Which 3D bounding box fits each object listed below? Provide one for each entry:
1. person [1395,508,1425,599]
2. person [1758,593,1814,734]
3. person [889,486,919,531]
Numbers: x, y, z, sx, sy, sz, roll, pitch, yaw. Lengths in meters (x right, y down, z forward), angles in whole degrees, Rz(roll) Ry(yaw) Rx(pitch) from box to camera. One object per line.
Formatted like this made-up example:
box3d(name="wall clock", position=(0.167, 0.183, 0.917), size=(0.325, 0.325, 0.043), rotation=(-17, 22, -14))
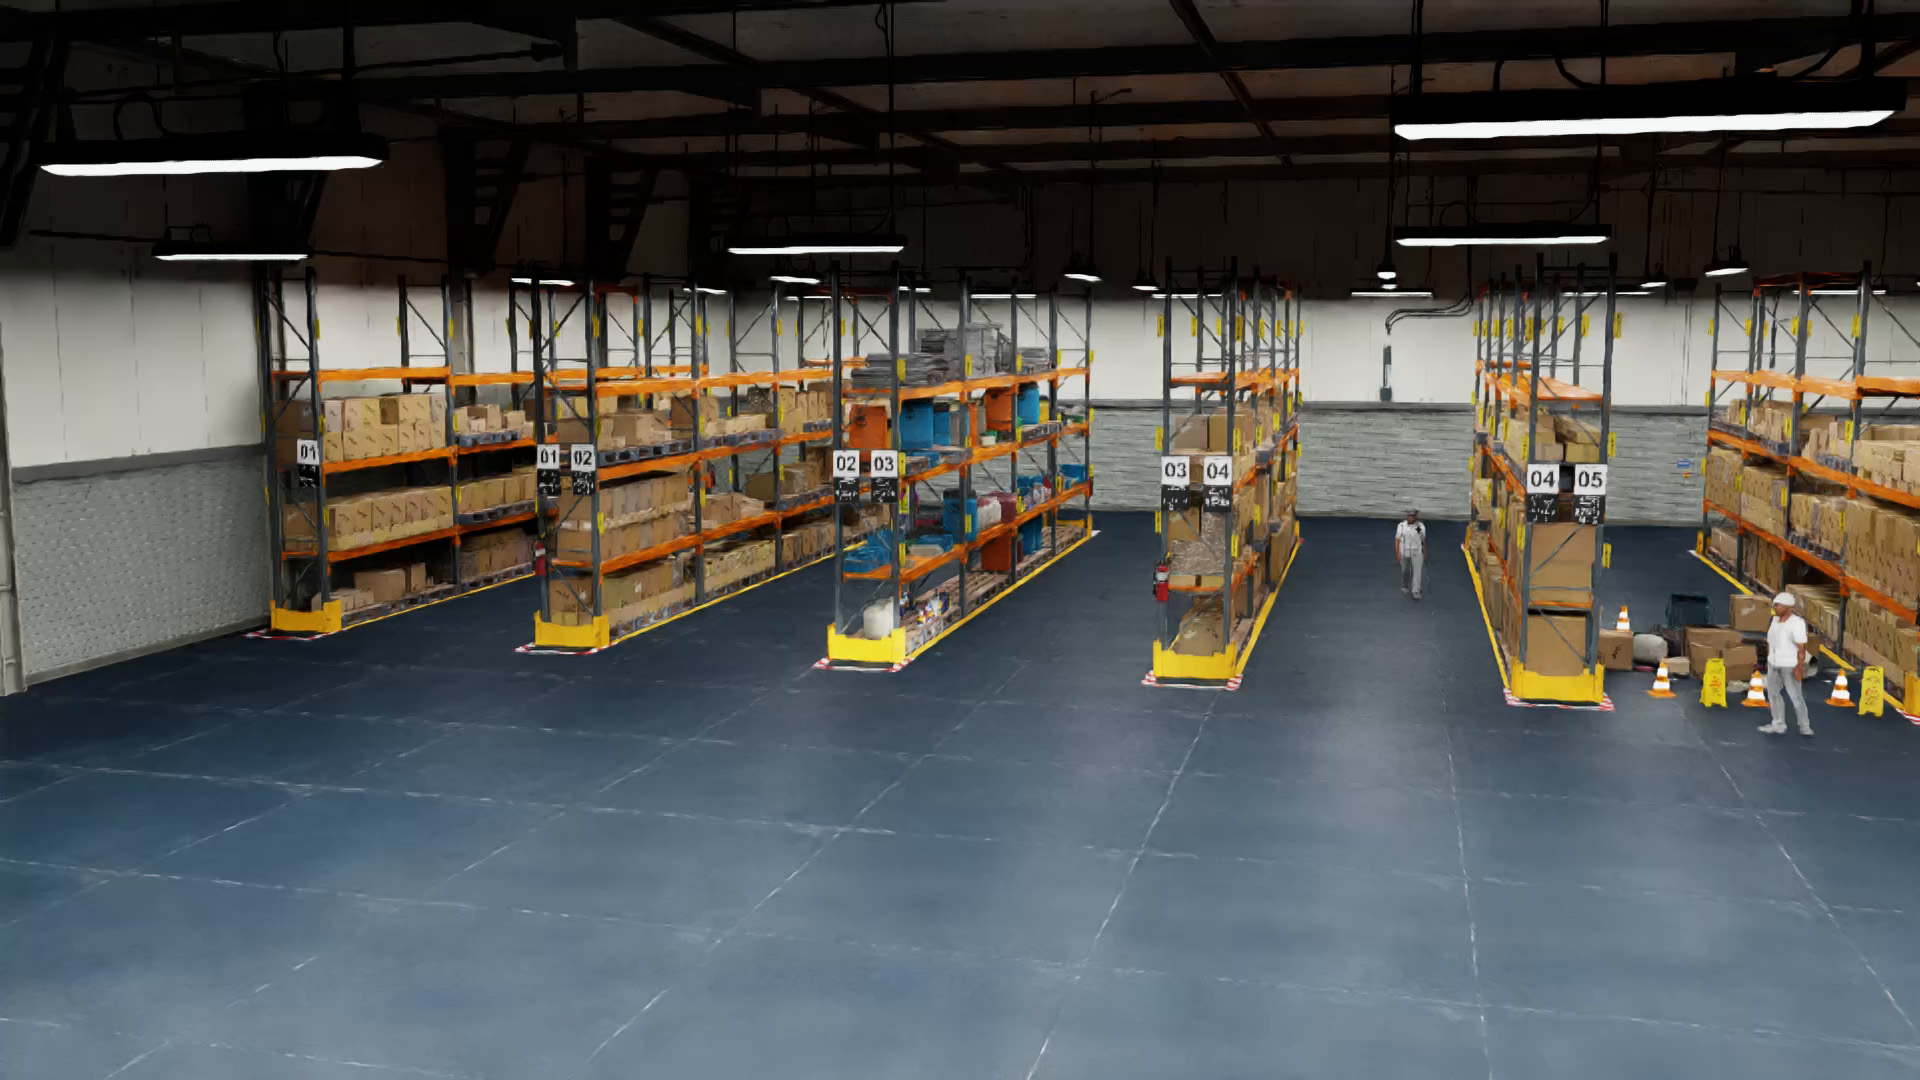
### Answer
box3d(name="person", position=(8.404, 0.221, 31.050), size=(0.542, 1.675, 1.126), rotation=(2, 8, 17))
box3d(name="person", position=(10.289, 1.529, 20.655), size=(0.541, 1.760, 0.660), rotation=(-2, 7, -12))
box3d(name="person", position=(-1.279, -0.606, 37.604), size=(0.719, 1.714, 0.578), rotation=(2, 7, 13))
